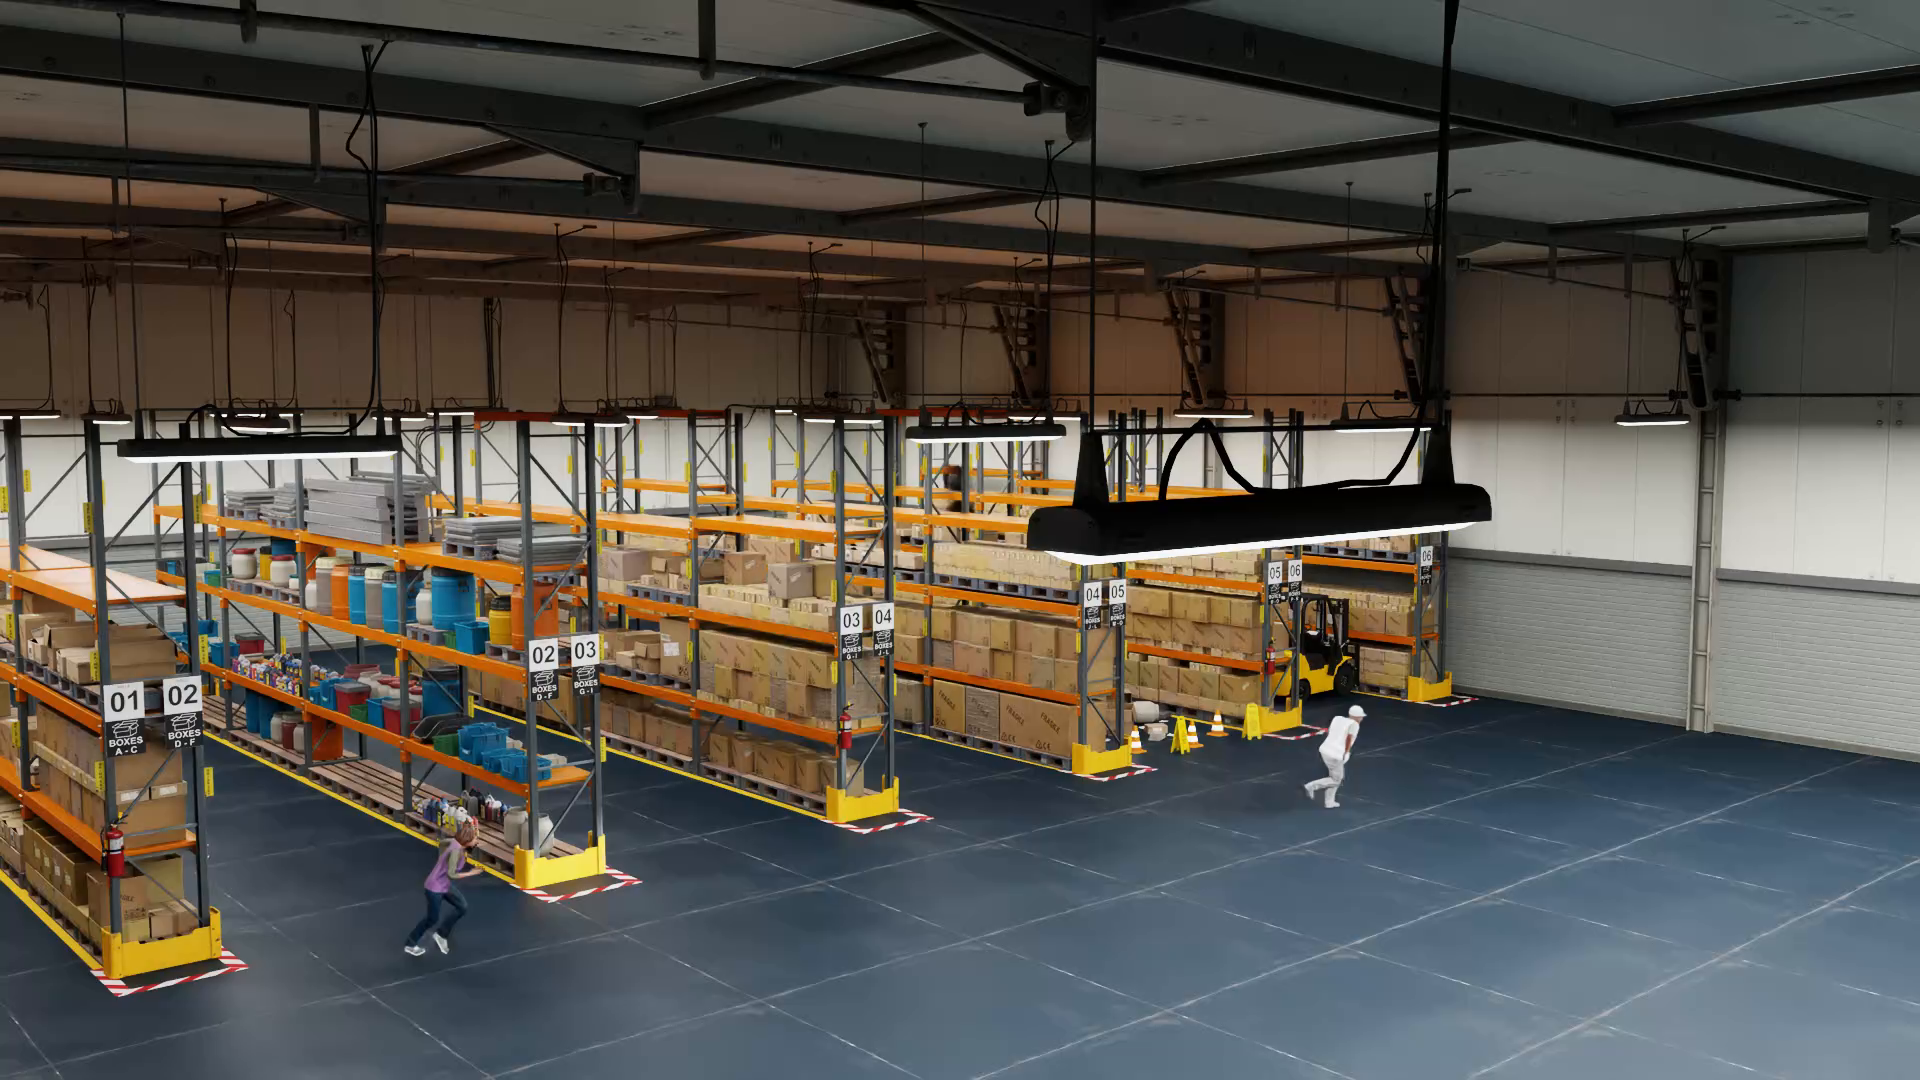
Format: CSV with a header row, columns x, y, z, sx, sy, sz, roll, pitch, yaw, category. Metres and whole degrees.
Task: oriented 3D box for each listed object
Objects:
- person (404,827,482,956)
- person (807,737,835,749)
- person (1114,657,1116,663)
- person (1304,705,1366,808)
x,y,z,sx,sy,sz,roll,pitch,yaw,category
-5.827,3.953,18.763,0.883,1.454,0.576,-1,5,-7,person
-2.580,2.895,29.799,0.832,1.687,0.650,3,6,30,person
3.269,1.948,37.529,0.584,1.659,0.850,-5,7,-44,person
5.736,3.326,25.401,1.011,1.568,0.699,-2,5,-18,person
